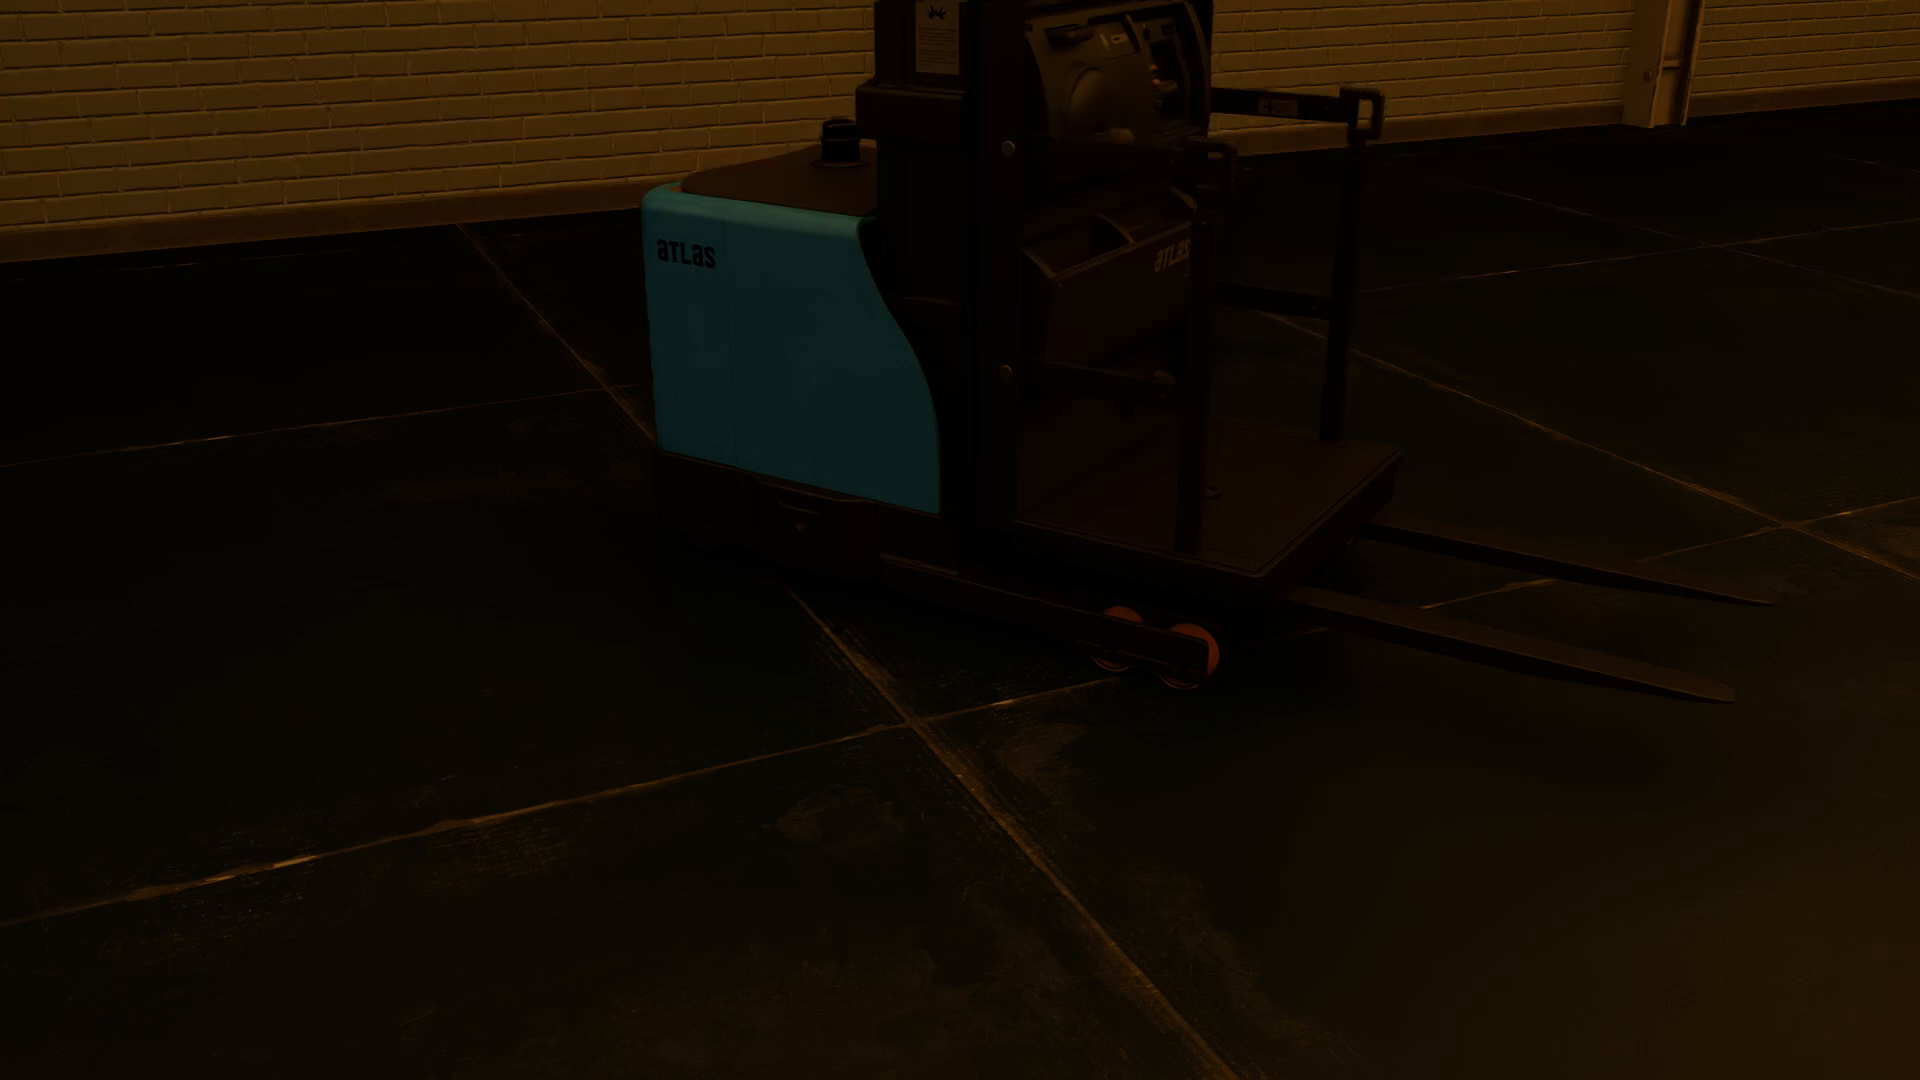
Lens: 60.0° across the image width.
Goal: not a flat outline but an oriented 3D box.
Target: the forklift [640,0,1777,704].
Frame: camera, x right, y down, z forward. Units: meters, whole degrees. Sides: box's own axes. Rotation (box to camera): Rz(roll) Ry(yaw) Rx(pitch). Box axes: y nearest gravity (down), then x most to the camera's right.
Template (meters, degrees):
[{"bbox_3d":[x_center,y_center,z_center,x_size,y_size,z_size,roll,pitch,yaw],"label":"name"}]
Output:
[{"bbox_3d":[0.598,-1.207,4.191,3.031,2.935,1.130,14,26,29],"label":"forklift"}]
